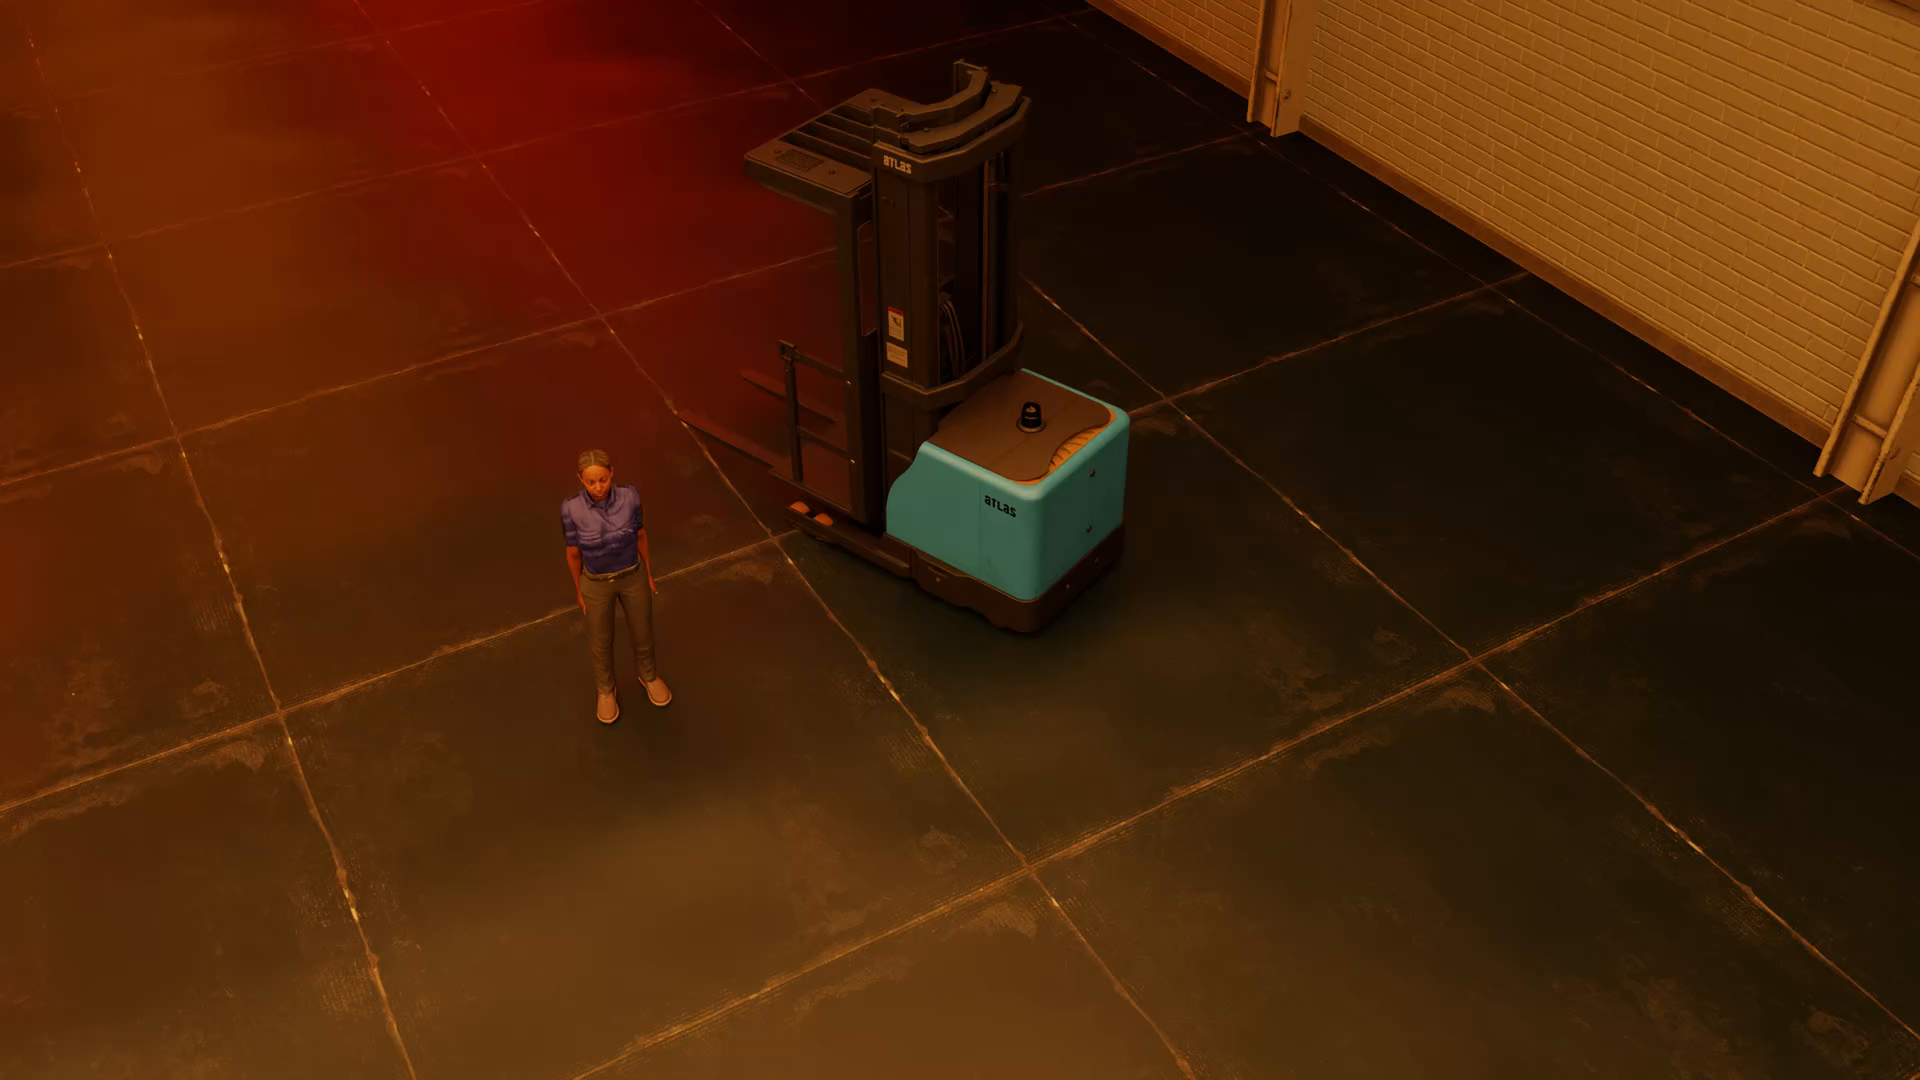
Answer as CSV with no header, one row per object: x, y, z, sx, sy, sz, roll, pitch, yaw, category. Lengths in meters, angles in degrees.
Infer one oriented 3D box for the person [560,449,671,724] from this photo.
-1.825,0.233,8.757,0.446,1.660,0.341,-16,42,-18,person

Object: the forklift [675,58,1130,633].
-0.481,-1.366,9.683,3.031,2.935,1.130,26,46,28,forklift
